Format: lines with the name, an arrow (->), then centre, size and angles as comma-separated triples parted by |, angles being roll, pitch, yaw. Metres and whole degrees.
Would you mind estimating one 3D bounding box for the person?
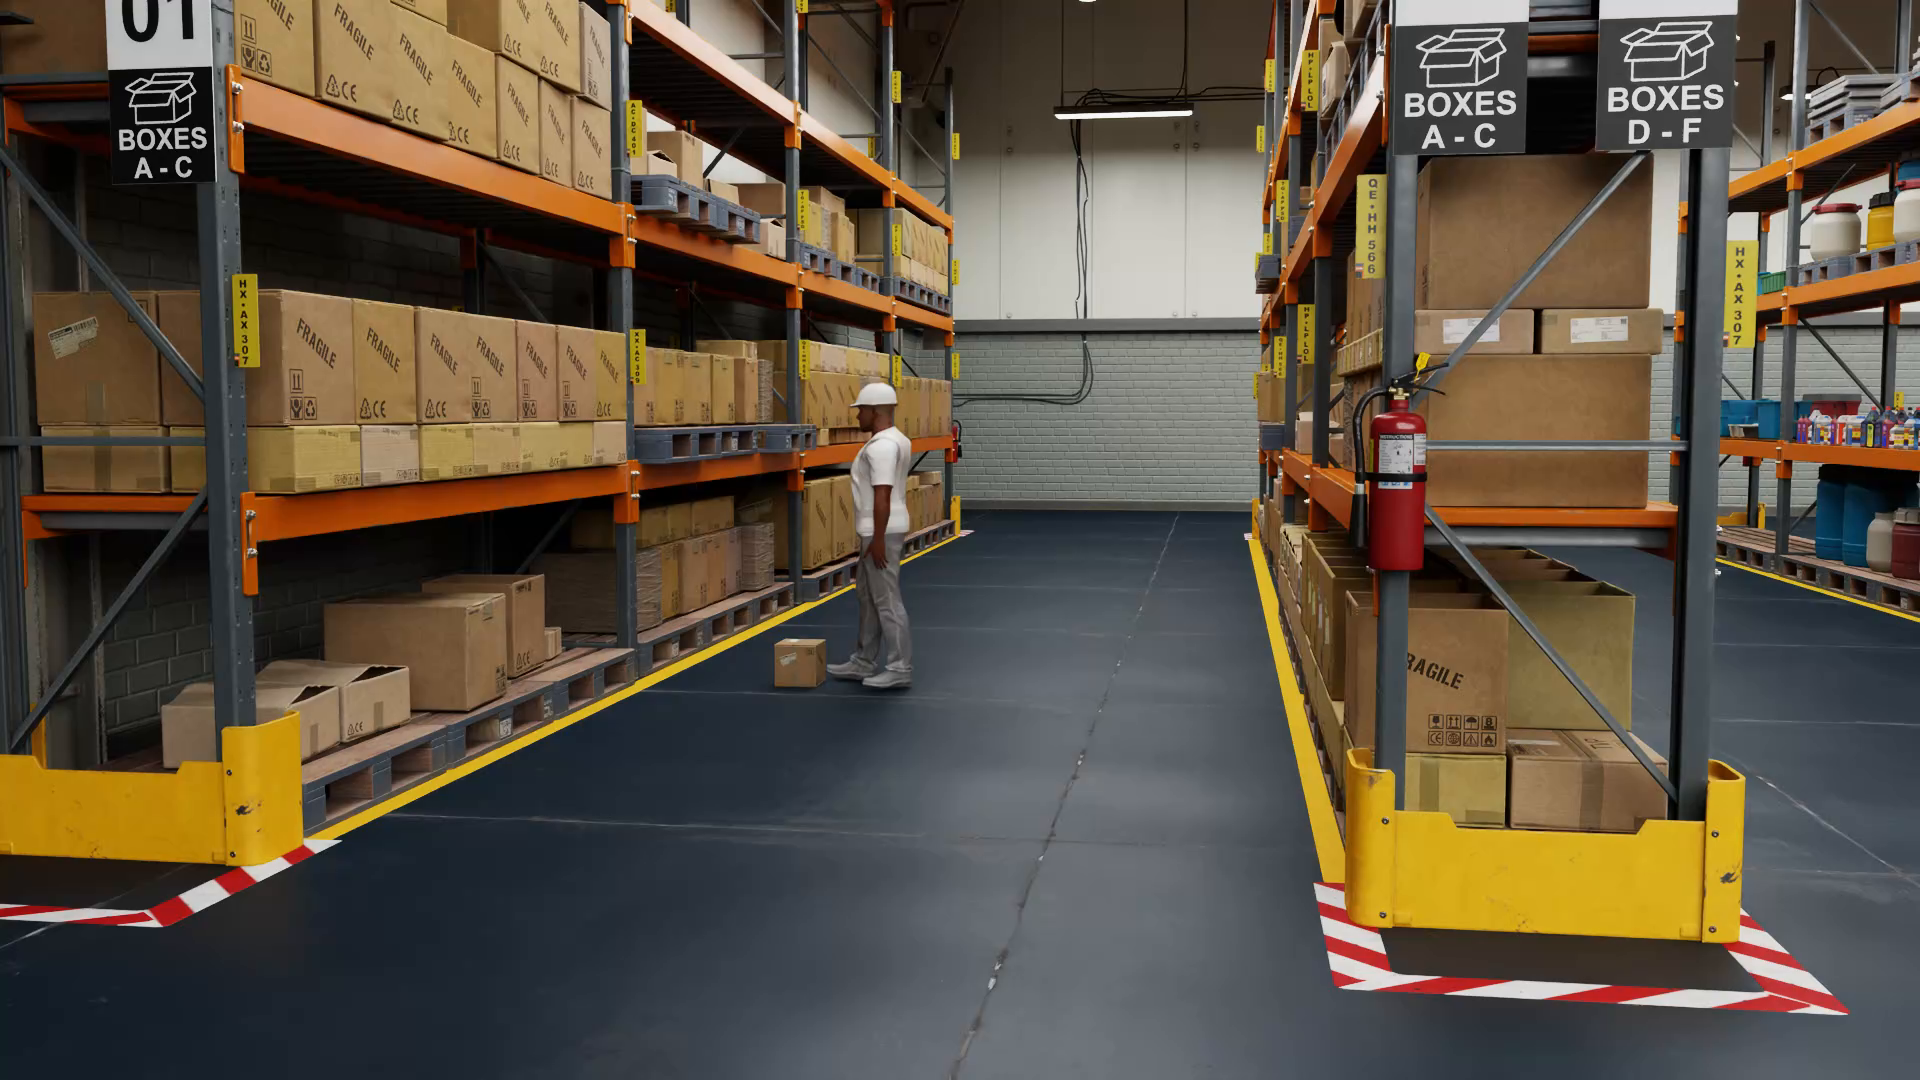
person -> -0.550, -0.035, 9.768 | 0.570, 1.764, 0.630 | 0, 4, 4
